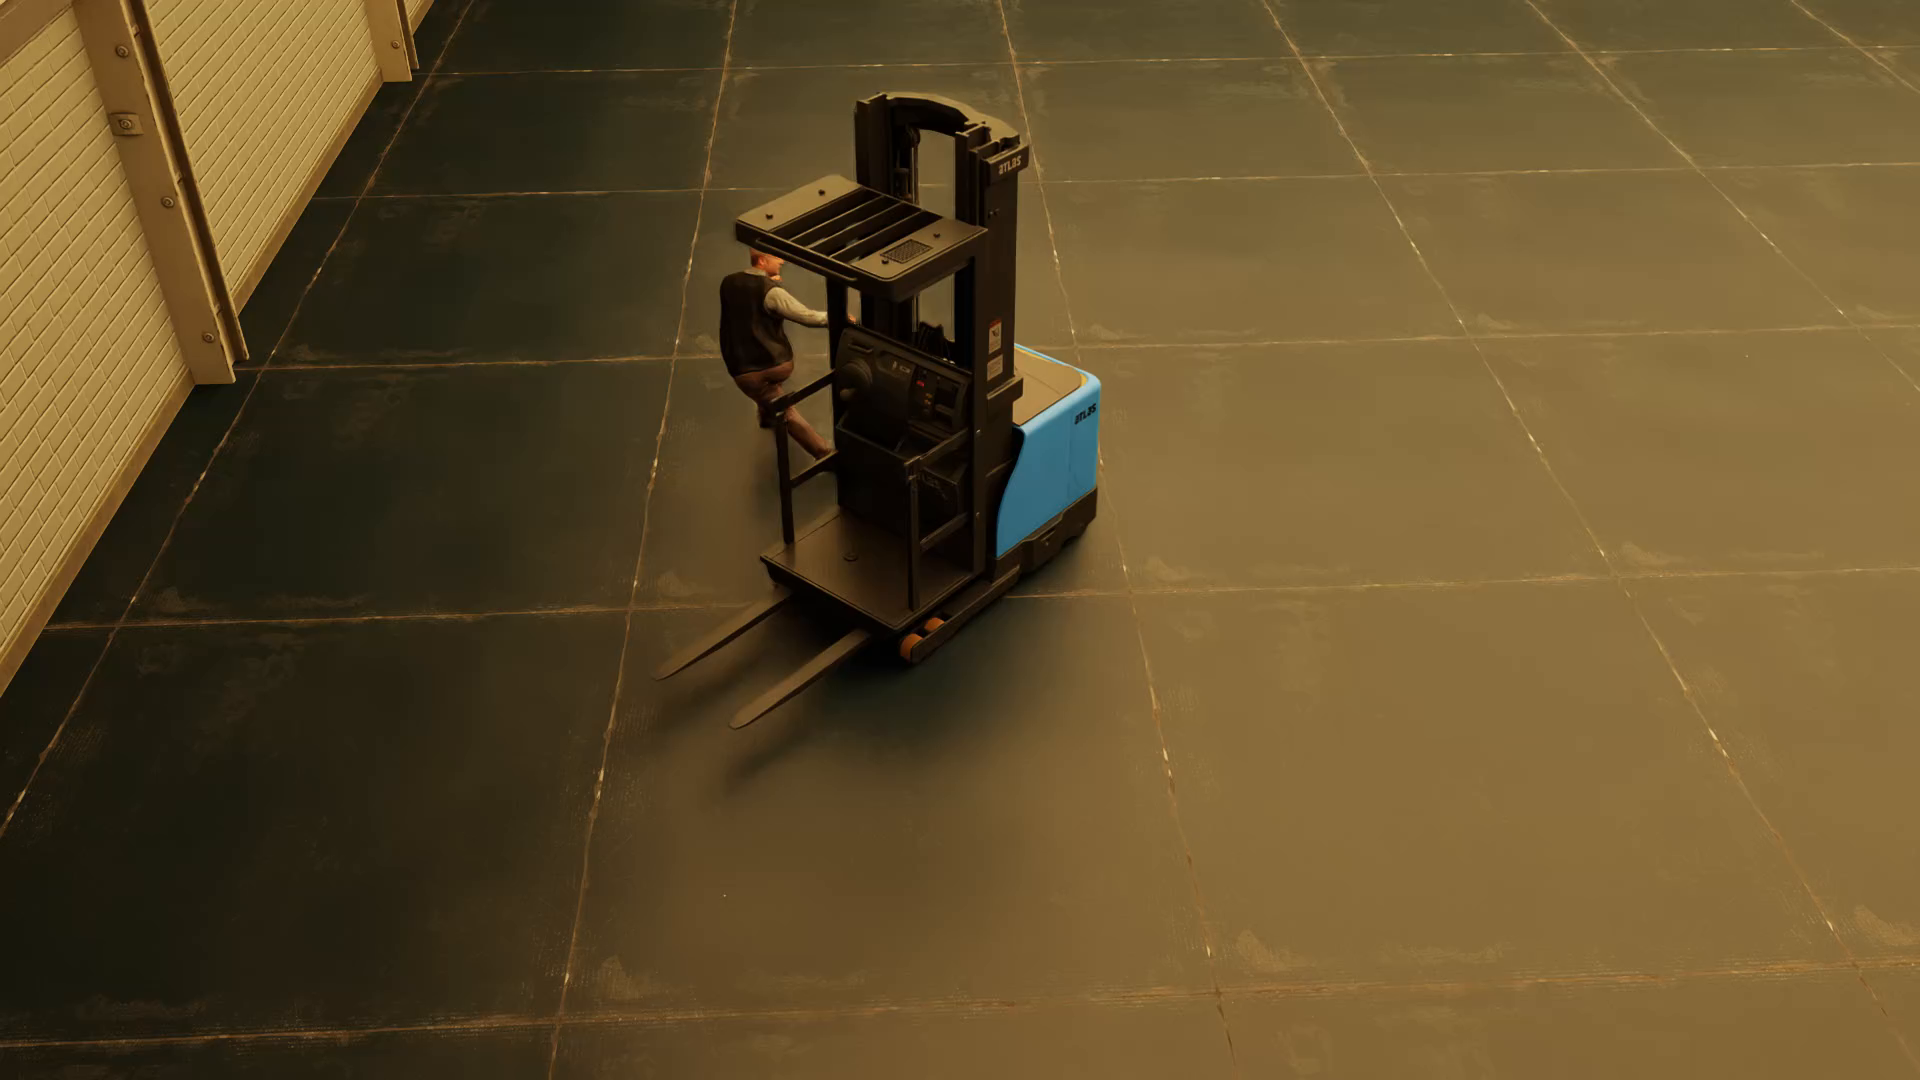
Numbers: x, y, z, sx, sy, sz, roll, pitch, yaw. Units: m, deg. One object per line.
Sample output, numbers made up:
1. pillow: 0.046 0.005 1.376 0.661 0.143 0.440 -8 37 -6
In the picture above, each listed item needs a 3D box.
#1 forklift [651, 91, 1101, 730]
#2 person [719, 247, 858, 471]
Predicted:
1. forklift: -0.465 -0.815 9.130 1.130 2.935 3.031 26 44 31
2. person: -1.126 -1.290 11.013 0.943 1.495 1.003 2 36 3
